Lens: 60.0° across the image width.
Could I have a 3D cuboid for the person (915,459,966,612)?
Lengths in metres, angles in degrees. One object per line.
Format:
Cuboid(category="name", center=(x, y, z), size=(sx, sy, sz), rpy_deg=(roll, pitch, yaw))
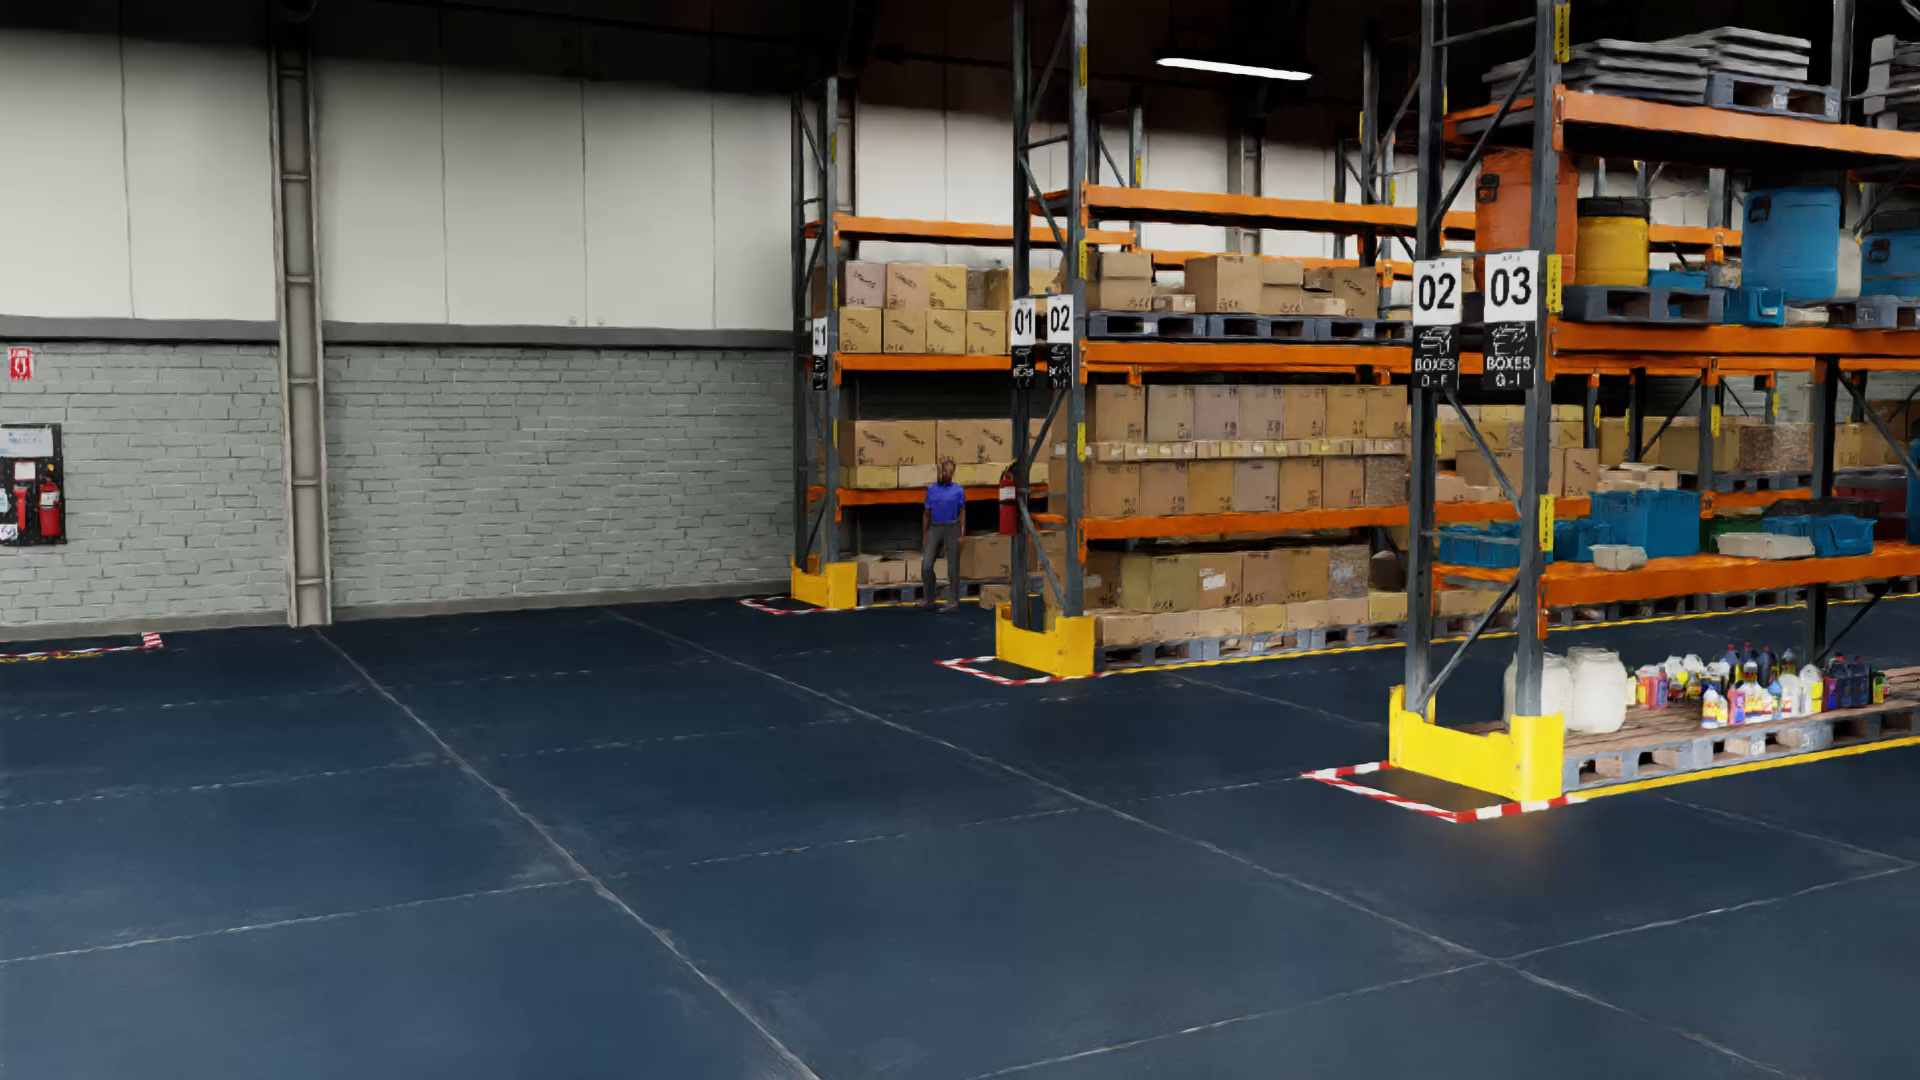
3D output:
Cuboid(category="person", center=(-0.211, -0.048, 18.018), size=(0.554, 1.643, 0.353), rpy_deg=(1, 5, 10))
